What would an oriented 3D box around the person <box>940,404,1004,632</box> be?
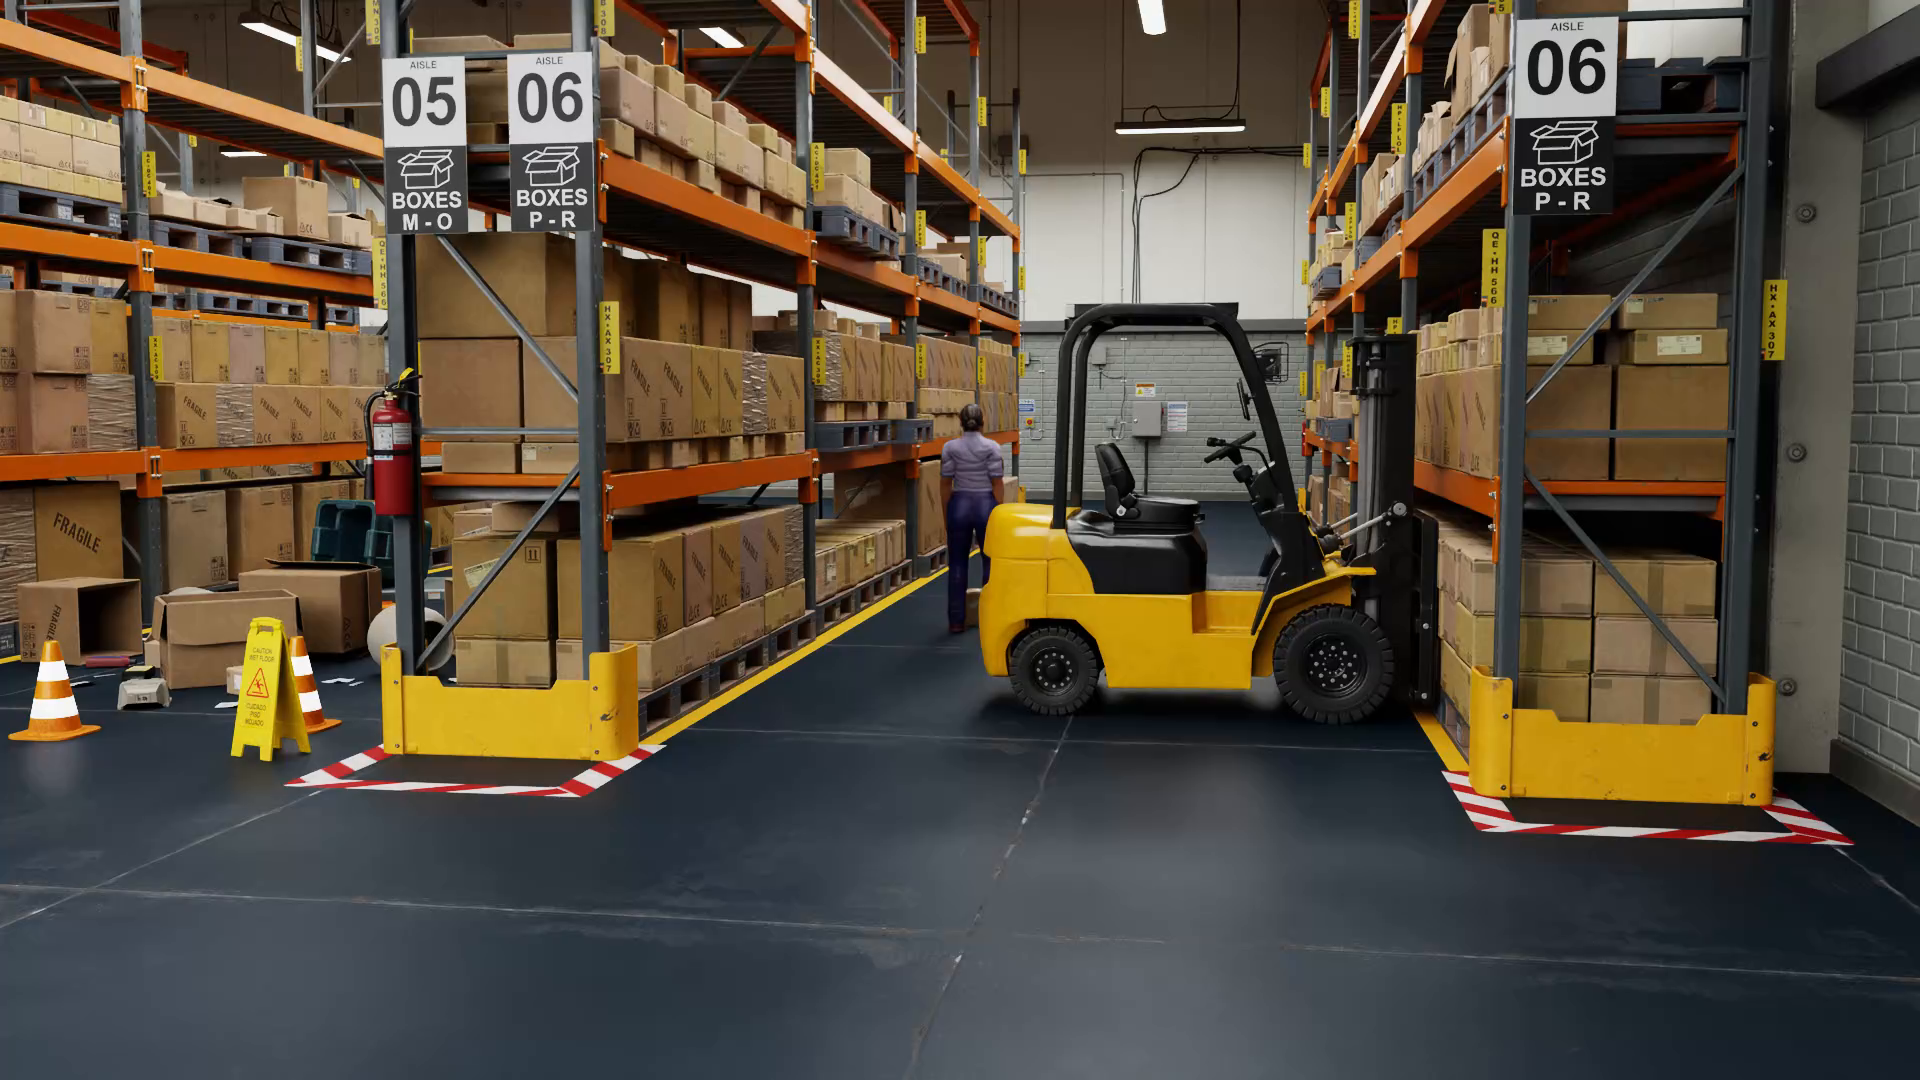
[{"bbox_3d":[0.089,-0.150,11.936,0.468,1.653,0.343,1,5,10],"label":"person"}]
